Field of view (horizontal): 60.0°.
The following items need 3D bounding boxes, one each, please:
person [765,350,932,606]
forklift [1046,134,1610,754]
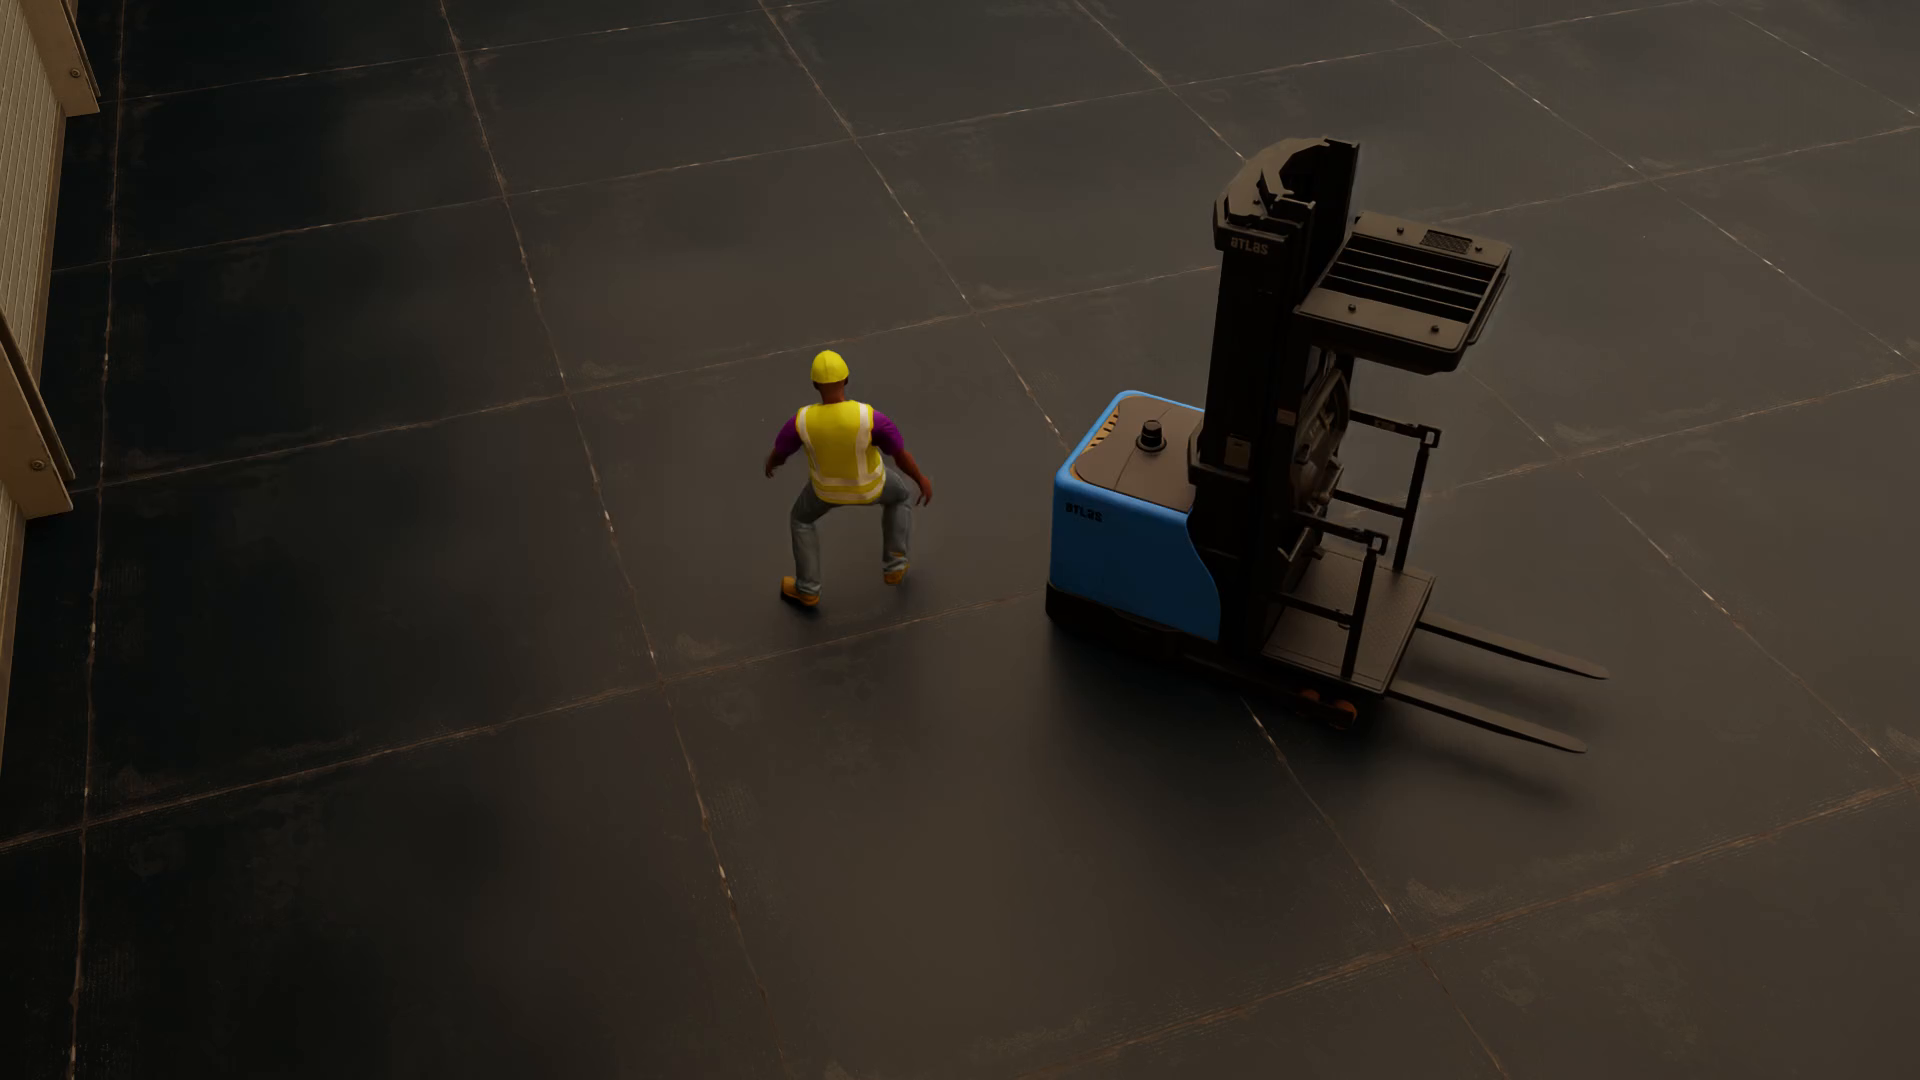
[{"bbox_3d":[-0.649,-0.394,9.444,0.987,1.617,0.599,4,40,5],"label":"person"},{"bbox_3d":[2.048,-0.484,8.573,3.031,2.935,1.130,18,43,21],"label":"forklift"}]
